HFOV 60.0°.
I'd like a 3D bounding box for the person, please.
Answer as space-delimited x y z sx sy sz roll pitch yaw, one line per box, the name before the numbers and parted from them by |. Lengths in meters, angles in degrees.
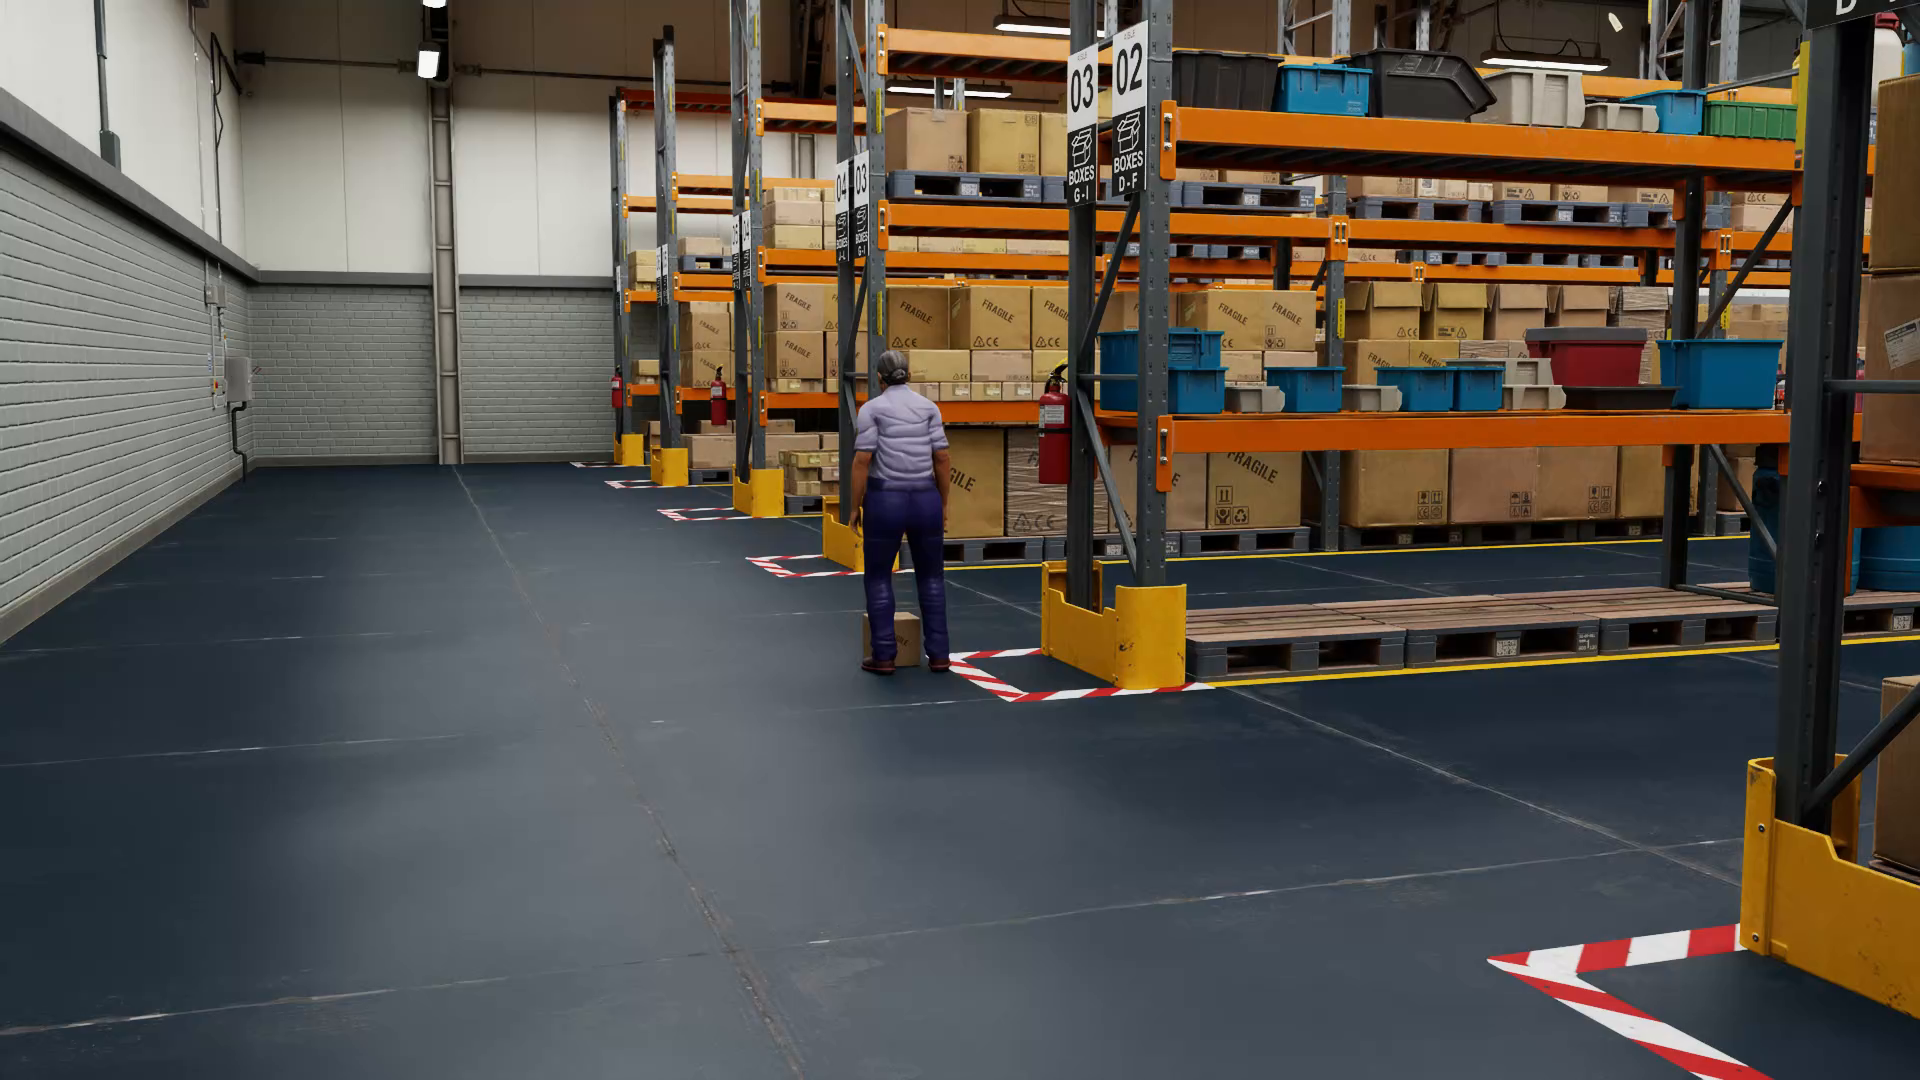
person | -0.290 -0.146 8.524 0.564 1.652 0.368 -2 6 -18
